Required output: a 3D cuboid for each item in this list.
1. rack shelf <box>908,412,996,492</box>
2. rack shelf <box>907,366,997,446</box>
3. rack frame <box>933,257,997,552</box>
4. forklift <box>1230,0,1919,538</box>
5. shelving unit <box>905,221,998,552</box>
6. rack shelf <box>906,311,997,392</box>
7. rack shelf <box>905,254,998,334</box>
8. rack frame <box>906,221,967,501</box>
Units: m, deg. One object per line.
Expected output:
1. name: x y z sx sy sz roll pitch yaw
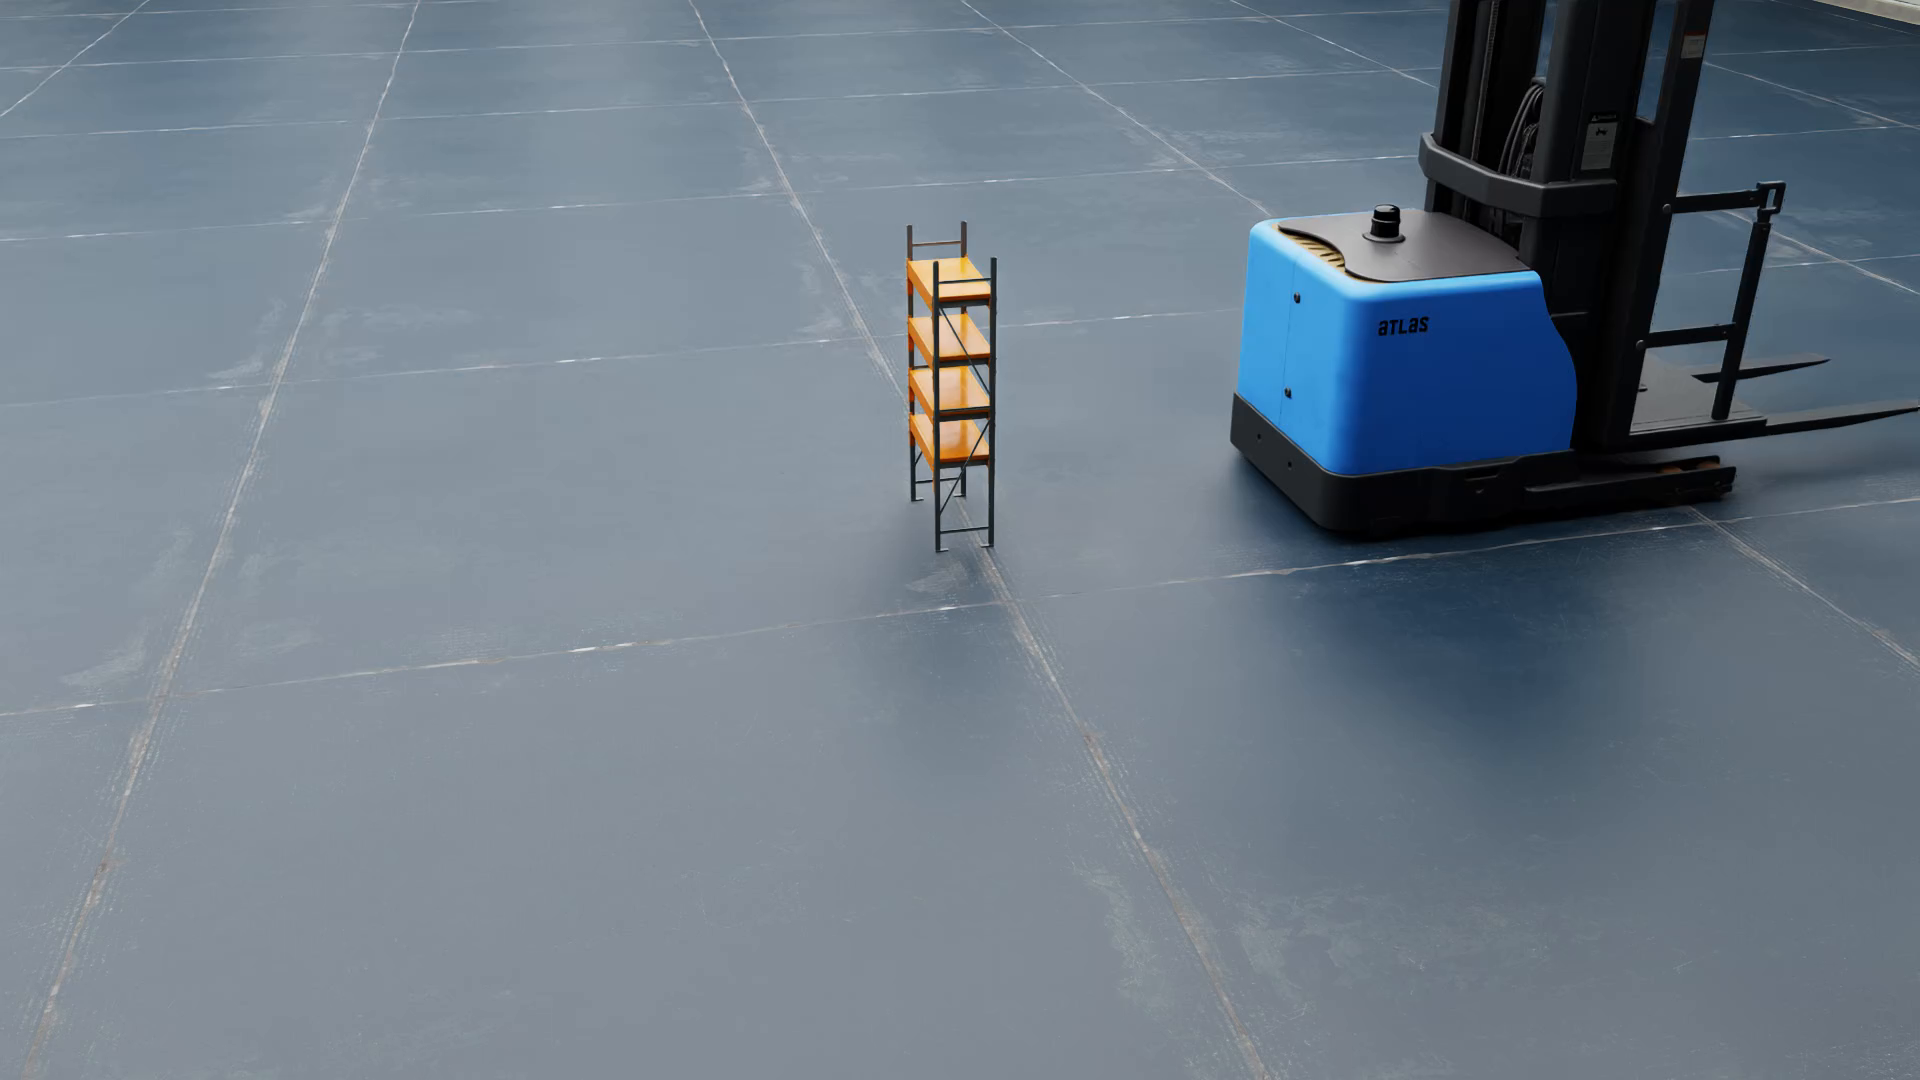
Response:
1. rack shelf: -0.037 -0.371 6.743 0.258 0.148 0.480 -6 27 -12
2. rack shelf: -0.037 -0.548 6.654 0.258 0.148 0.480 -6 27 -12
3. rack frame: 0.018 -0.501 6.411 0.240 1.200 0.015 -6 27 -12
4. forklift: 2.789 -1.676 6.818 3.031 2.935 1.130 -7 28 -14
5. shelving unit: -0.037 -0.608 6.624 0.258 1.200 0.503 -6 27 -12
6. rack shelf: -0.037 -0.748 6.553 0.258 0.148 0.480 -6 27 -12
7. rack shelf: -0.037 -0.959 6.447 0.258 0.148 0.480 -6 27 -12
8. rack frame: -0.092 -0.715 6.836 0.240 1.200 0.015 -6 27 -12
